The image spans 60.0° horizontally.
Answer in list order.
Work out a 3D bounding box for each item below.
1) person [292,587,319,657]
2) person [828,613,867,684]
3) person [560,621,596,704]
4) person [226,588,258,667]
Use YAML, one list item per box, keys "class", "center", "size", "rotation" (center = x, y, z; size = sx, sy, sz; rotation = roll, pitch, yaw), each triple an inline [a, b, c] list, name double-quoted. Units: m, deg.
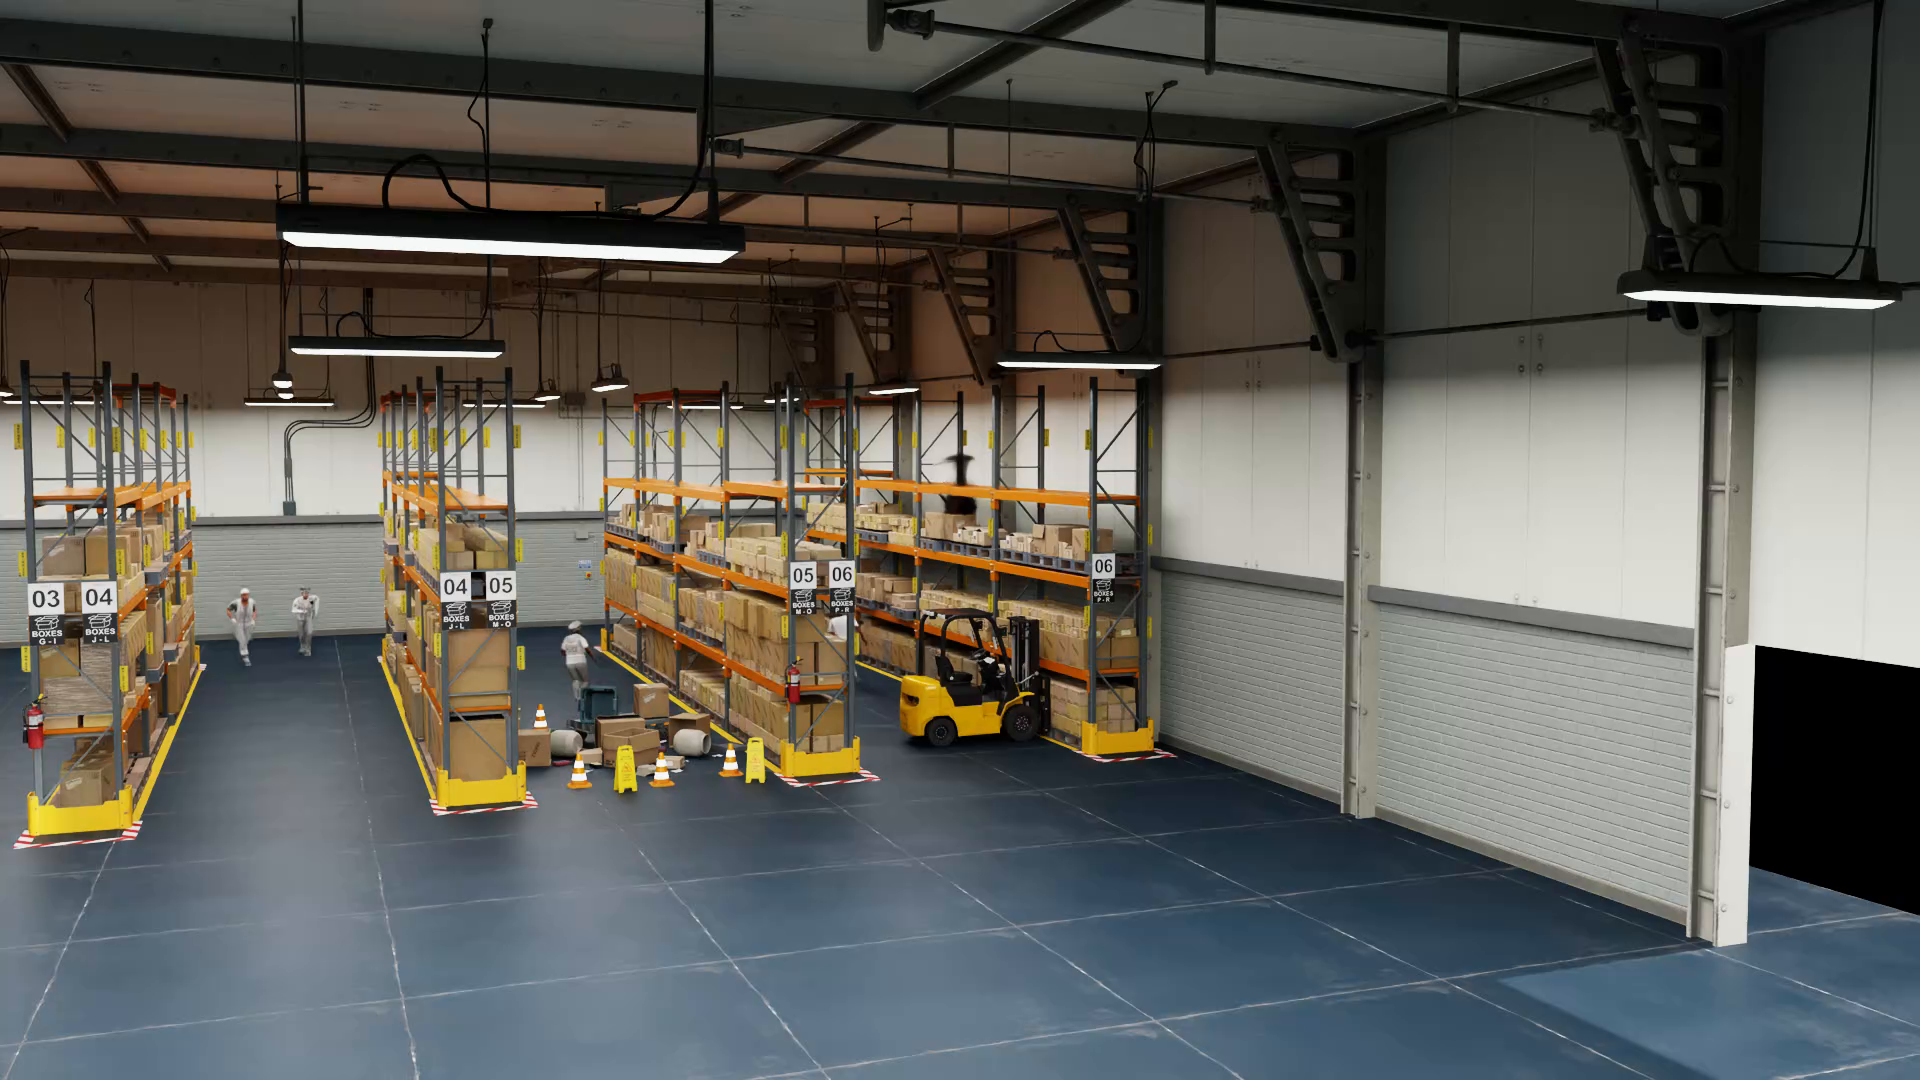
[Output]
- class: "person"
  center: [-15.195, 1.900, 38.608]
  size: [0.632, 1.676, 0.920]
  rotation: [-2, 4, -29]
- class: "person"
  center: [-2.292, 2.158, 33.682]
  size: [0.821, 1.701, 0.666]
  rotation: [0, 3, 2]
- class: "person"
  center: [-7.222, 2.342, 31.357]
  size: [0.669, 1.606, 0.518]
  rotation: [0, 3, 4]
- class: "person"
  center: [-15.926, 1.911, 36.892]
  size: [0.655, 1.727, 1.033]
  rotation: [-2, 4, -33]
